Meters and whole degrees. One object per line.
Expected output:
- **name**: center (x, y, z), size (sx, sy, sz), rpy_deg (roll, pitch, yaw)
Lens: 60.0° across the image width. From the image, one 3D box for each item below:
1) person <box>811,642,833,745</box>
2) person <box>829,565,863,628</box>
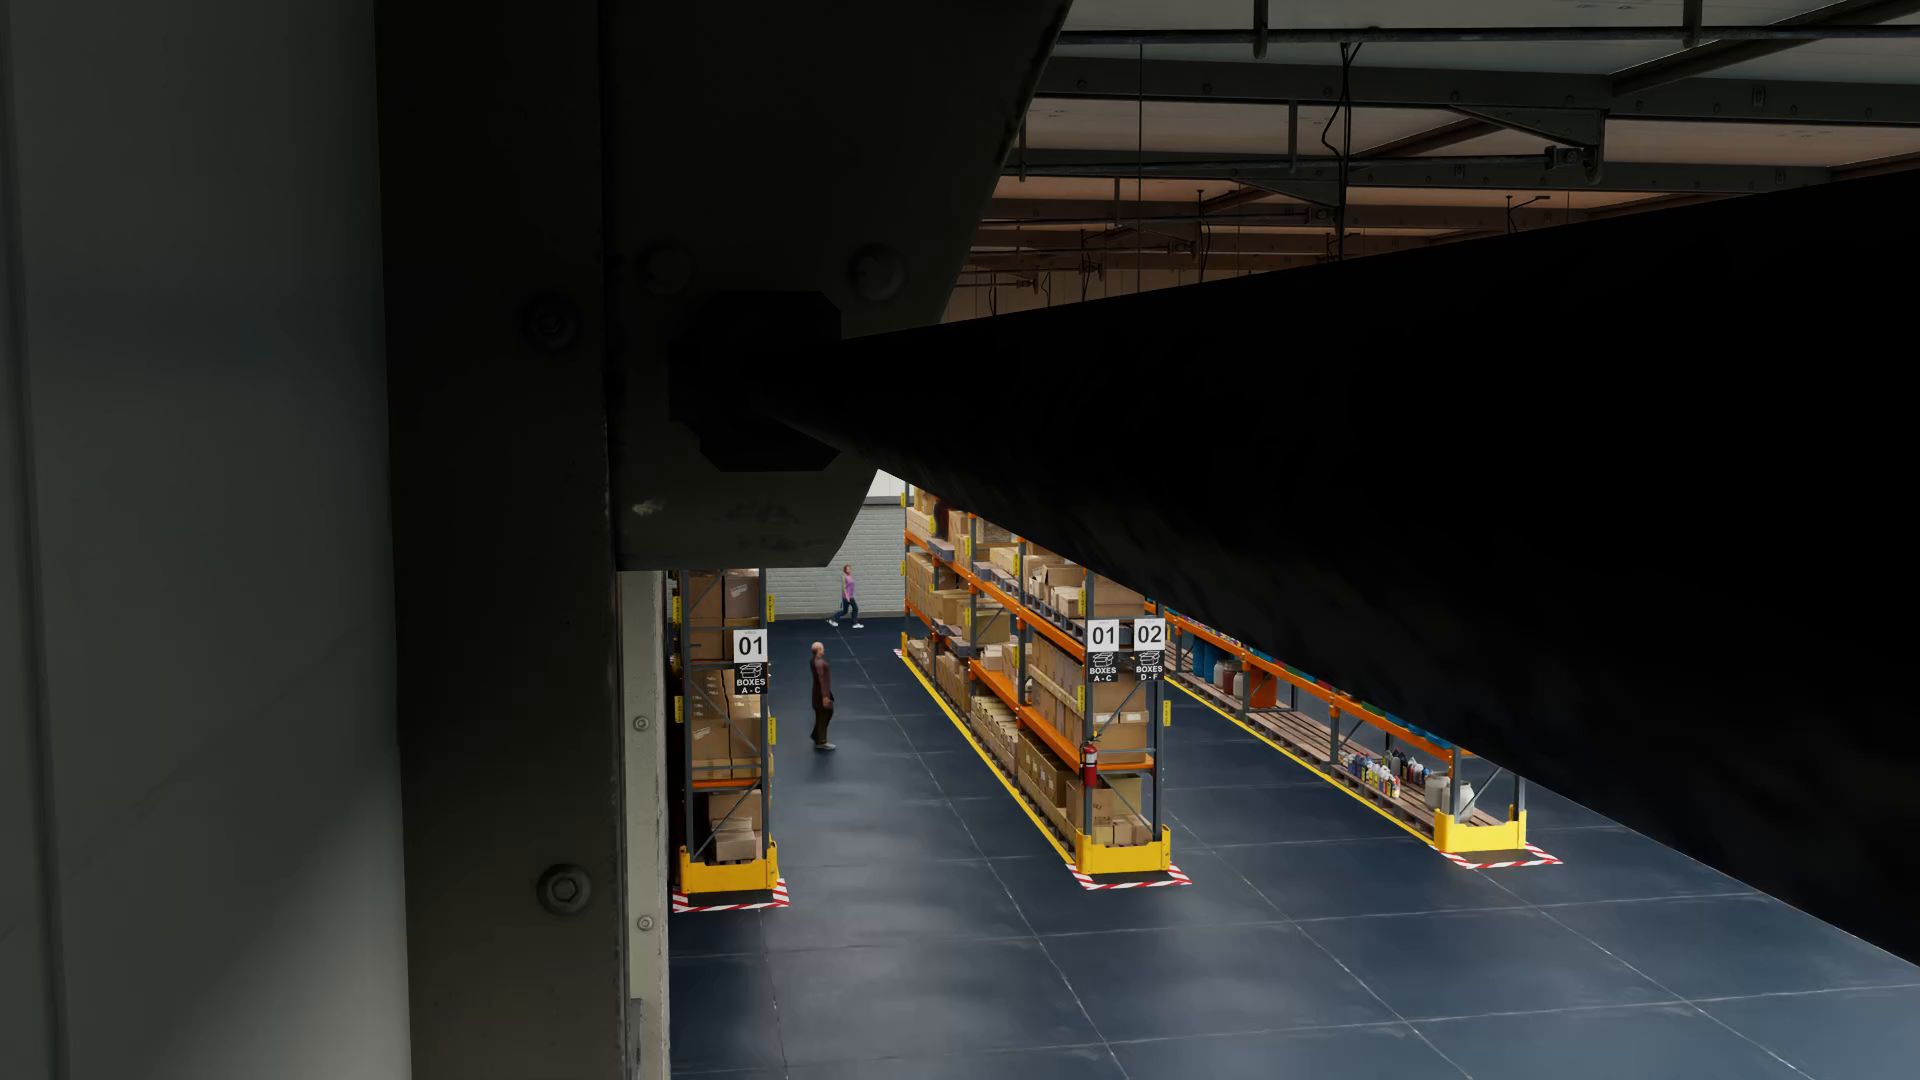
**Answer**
- **person**: center (-2.301, 2.544, 27.688), size (0.381, 1.703, 0.607), rpy_deg (-1, 6, -6)
- **person**: center (-2.767, 1.376, 40.308), size (0.851, 1.531, 0.489), rpy_deg (0, 6, 0)
